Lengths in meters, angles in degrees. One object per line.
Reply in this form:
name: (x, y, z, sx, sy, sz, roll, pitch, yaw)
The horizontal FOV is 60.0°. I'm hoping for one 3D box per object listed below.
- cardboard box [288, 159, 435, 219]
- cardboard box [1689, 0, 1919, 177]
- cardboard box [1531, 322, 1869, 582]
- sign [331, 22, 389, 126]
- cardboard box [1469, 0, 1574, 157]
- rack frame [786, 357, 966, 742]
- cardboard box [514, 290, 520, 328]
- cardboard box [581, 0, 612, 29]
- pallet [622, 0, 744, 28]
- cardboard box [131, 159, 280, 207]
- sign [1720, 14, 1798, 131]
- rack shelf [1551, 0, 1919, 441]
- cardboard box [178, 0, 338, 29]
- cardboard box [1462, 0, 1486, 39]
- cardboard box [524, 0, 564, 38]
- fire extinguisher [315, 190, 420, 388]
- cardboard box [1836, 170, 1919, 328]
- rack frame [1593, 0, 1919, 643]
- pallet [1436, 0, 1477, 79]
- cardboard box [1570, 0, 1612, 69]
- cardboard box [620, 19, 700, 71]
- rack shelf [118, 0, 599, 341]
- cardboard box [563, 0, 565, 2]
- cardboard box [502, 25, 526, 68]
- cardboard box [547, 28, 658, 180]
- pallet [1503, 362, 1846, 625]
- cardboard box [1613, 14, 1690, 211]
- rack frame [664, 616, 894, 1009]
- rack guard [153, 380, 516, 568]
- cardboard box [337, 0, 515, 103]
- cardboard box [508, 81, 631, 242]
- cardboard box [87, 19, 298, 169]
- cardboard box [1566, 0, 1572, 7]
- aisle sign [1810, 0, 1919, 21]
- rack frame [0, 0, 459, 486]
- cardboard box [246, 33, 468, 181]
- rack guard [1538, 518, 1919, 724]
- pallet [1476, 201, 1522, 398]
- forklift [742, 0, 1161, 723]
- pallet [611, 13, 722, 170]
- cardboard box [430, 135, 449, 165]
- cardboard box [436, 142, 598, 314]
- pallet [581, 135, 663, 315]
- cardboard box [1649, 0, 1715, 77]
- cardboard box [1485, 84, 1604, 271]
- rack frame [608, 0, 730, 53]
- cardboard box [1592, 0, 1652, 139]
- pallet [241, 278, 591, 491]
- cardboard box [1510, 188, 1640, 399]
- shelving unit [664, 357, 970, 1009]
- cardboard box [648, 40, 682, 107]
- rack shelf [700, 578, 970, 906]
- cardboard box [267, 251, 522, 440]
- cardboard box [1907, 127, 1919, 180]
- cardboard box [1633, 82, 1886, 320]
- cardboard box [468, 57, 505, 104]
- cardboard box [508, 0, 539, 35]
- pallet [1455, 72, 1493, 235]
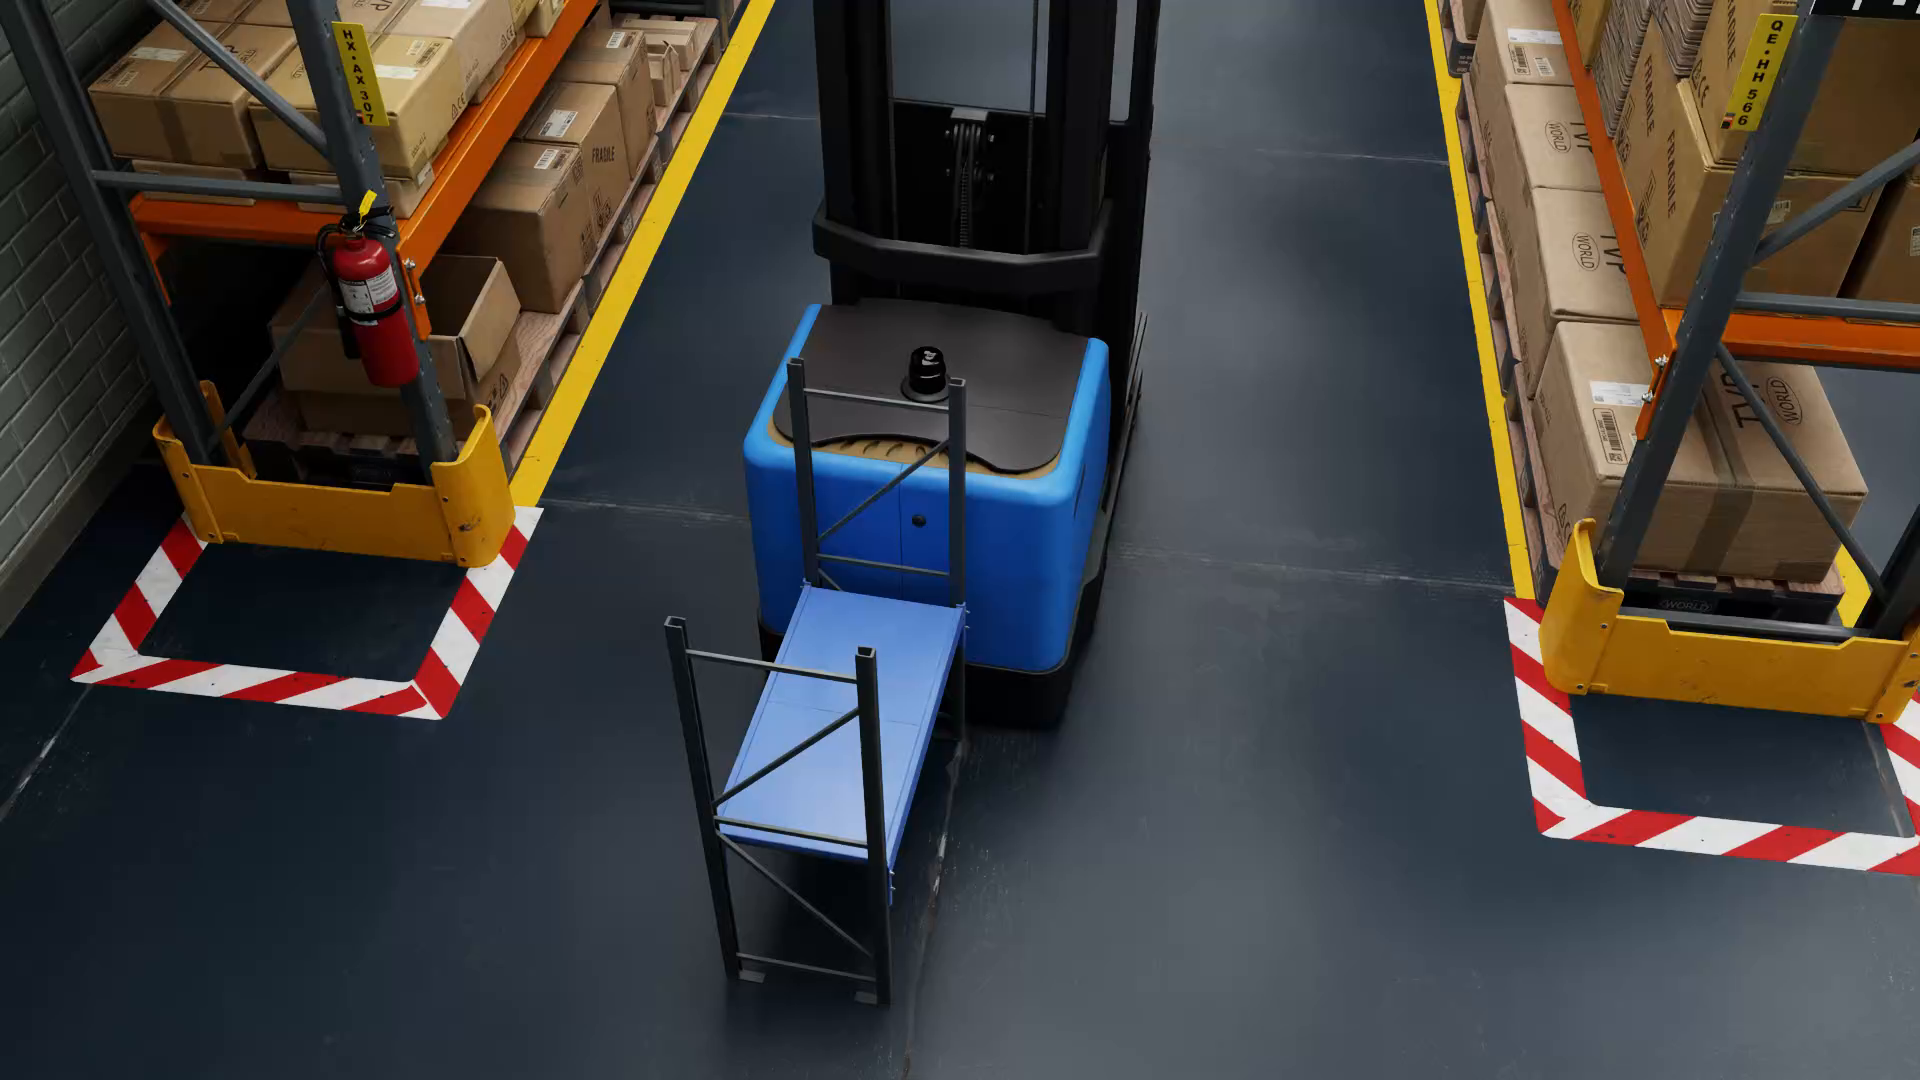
cardboard box: (-1.983, -1.207, 5.526, 0.380, 0.149, 0.250, 5, 44, 5)
cardboard box: (2.450, -1.400, 4.747, 0.500, 0.500, 0.500, 7, 44, 7)
cardboard box: (2.610, -0.331, 5.976, 0.875, 0.438, 0.875, 4, 44, 4)
sign: (-1.761, -1.364, 4.879, 0.100, 0.325, 0.005, 5, 44, 6)
cardboard box: (2.961, -2.180, 7.929, 0.875, 0.438, 0.875, 5, 44, 5)
rack frame: (-0.231, 0.083, 5.072, 0.500, 1.500, 0.032, 8, 44, 9)
cardboard box: (-2.029, -0.911, 6.798, 0.380, 0.149, 0.250, 4, 44, 4)
cardboard box: (-2.092, -2.572, 8.435, 0.500, 0.311, 0.500, 7, 44, 7)
pallet: (-1.700, -3.370, 9.656, 1.003, 0.211, 1.213, 5, 44, 6)
cardboard box: (-2.521, -1.258, 5.580, 0.380, 0.149, 0.250, 5, 44, 5)
sign: (2.086, -1.216, 4.338, 0.100, 0.325, 0.005, 5, 44, 6)
rack shelf: (2.886, -1.752, 6.442, 1.077, 0.370, 4.000, 5, 44, 6)
cardboard box: (-2.432, -1.842, 5.906, 0.500, 0.250, 0.500, 5, 44, 6)
cardboard box: (3.153, -3.187, 8.674, 0.875, 0.875, 0.875, 6, 44, 7)
cardboard box: (-1.764, -2.080, 6.448, 0.380, 0.149, 0.250, 4, 44, 4)
fire extinguisher: (-1.860, -0.793, 5.234, 0.296, 0.674, 0.183, 5, 44, 6)
cardboard box: (2.970, -0.988, 5.039, 0.500, 0.500, 0.500, 5, 44, 5)
rack frame: (2.622, -0.650, 4.755, 1.000, 3.000, 0.127, 5, 44, 6)
pallet: (3.178, -2.897, 9.156, 1.003, 0.211, 1.213, 5, 44, 6)
cardboard box: (2.618, -2.085, 6.197, 0.500, 0.500, 0.500, 6, 44, 7)
cardboard box: (-1.553, -2.536, 8.515, 0.380, 0.149, 0.250, 4, 44, 4)
rack shelf: (-2.034, -2.201, 6.916, 1.077, 0.370, 4.000, 5, 44, 6)
cardboard box: (-1.749, -2.262, 6.640, 0.380, 0.149, 0.250, 6, 44, 6)
cardboard box: (-1.872, -1.915, 6.273, 0.380, 0.149, 0.250, 6, 44, 6)
cardboard box: (-1.835, -2.039, 7.734, 0.700, 0.500, 0.500, 4, 44, 4)
pallet: (2.650, -0.190, 6.297, 1.003, 0.211, 1.213, 5, 44, 6)
cardboard box: (2.504, -1.380, 5.453, 0.500, 0.500, 0.500, 4, 44, 5)
rack frame: (-0.440, 0.767, 4.349, 0.500, 1.500, 0.032, 8, 44, 9)
rack guard: (-2.289, -0.243, 6.143, 1.175, 0.500, 0.348, 5, 44, 6)
cardboard box: (-1.905, -1.781, 5.842, 0.500, 0.250, 0.500, 6, 44, 6)
cardboard box: (-1.803, -1.682, 7.358, 0.500, 0.500, 0.500, 6, 44, 6)
cardboard box: (-2.501, -1.490, 5.535, 0.500, 0.250, 0.500, 6, 44, 7)
cardboard box: (2.686, -2.436, 6.568, 0.500, 0.500, 0.500, 5, 44, 6)
aisle sign: (2.305, -1.573, 3.839, 0.394, 0.787, 0.004, 5, 44, 6)
rack frame: (-2.299, -1.099, 5.229, 1.000, 3.000, 0.127, 5, 44, 6)
cardboard box: (-1.972, -1.437, 5.479, 0.500, 0.250, 0.500, 5, 44, 6)
rack guard: (2.619, 0.274, 5.597, 1.175, 0.500, 0.348, 5, 44, 6)
pallet: (2.814, -1.019, 7.173, 1.003, 0.211, 1.213, 5, 44, 6)
forklift: (0.129, -1.486, 5.687, 1.130, 2.935, 3.031, 8, 44, 9)
pallet: (-1.862, -2.344, 8.573, 1.003, 0.211, 1.213, 5, 44, 6)
cardboard box: (-1.996, -1.384, 5.713, 0.380, 0.149, 0.250, 6, 44, 7)
cardboard box: (-1.972, -1.331, 6.987, 0.700, 0.500, 0.500, 7, 44, 7)
pallet: (-2.021, -1.511, 7.692, 1.003, 0.211, 1.213, 5, 44, 6)
cardboard box: (2.490, -1.759, 5.126, 0.500, 0.500, 0.500, 5, 44, 6)
cardboard box: (2.843, -1.570, 7.285, 0.875, 0.438, 0.875, 4, 44, 4)
rack frame: (-1.770, -3.825, 8.108, 1.000, 3.000, 0.127, 5, 44, 6)
cardboard box: (2.563, -1.732, 5.824, 0.500, 0.500, 0.500, 6, 44, 7)
pallet: (-2.184, -0.682, 6.817, 1.003, 0.211, 1.213, 5, 44, 6)
cardboard box: (2.723, -0.956, 6.636, 0.875, 0.438, 0.875, 6, 44, 7)
shelving unit: (-0.336, 0.425, 4.710, 0.538, 1.500, 1.048, 8, 44, 9)
cardboard box: (-1.600, -2.335, 8.218, 0.396, 0.266, 0.258, 7, 44, 7)
rack shelf: (-0.336, 0.556, 4.834, 0.538, 0.185, 1.000, 8, 44, 9)
cardboard box: (-2.124, -0.753, 6.374, 0.797, 0.503, 0.637, 4, 44, 4)
cardboard box: (2.968, -1.351, 4.695, 0.500, 0.500, 0.500, 4, 44, 5)
cardboard box: (2.423, -1.039, 5.093, 0.500, 0.500, 0.500, 5, 44, 6)
cardboard box: (-1.901, -1.733, 6.082, 0.380, 0.149, 0.250, 7, 44, 7)
cardboard box: (-1.842, -2.127, 6.207, 0.500, 0.250, 0.500, 4, 44, 5)
pallet: (2.973, -1.853, 8.053, 1.003, 0.211, 1.213, 5, 44, 6)
